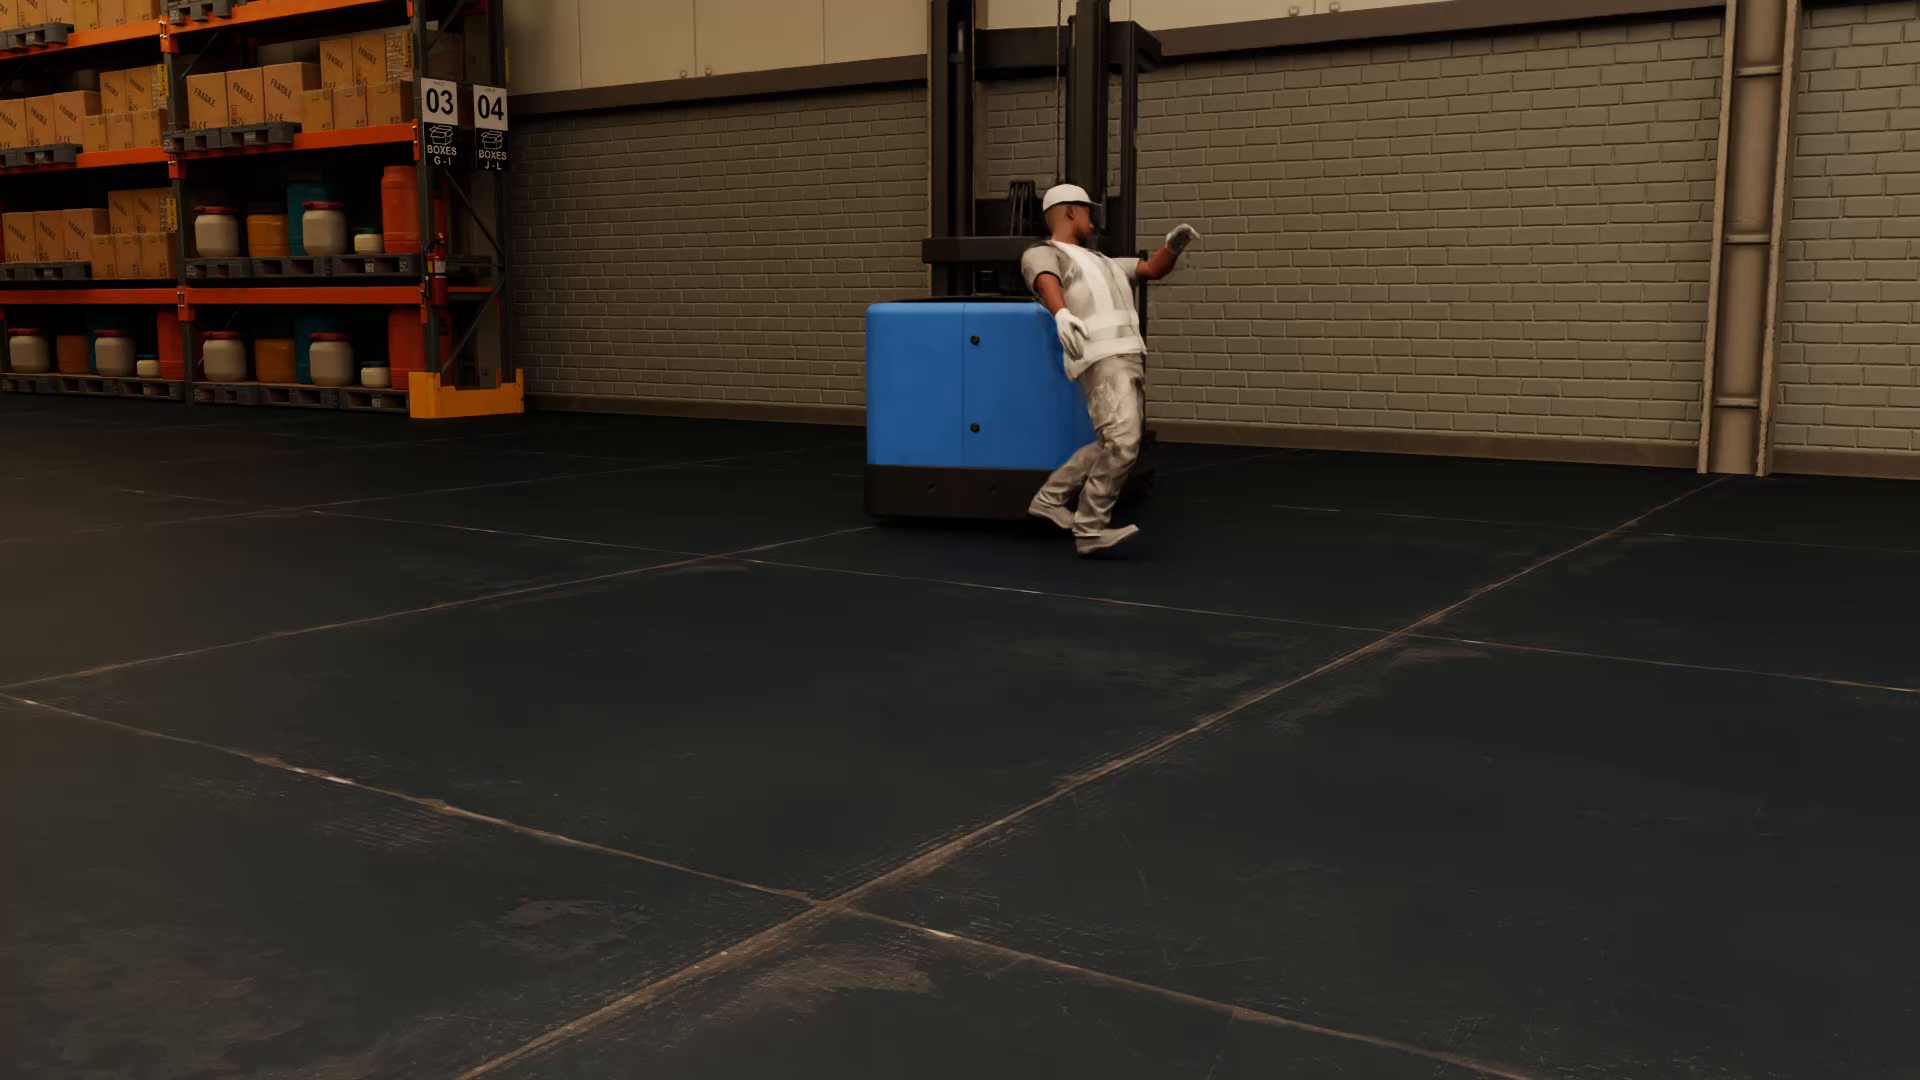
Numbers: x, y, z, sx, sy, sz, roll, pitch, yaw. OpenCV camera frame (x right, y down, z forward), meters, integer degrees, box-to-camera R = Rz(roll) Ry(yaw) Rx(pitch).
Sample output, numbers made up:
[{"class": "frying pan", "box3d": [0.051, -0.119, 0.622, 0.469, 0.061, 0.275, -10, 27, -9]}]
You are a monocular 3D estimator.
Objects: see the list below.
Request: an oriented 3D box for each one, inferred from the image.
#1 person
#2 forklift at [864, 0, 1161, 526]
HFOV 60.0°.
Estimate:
[{"class": "person", "box3d": [0.580, -0.725, 7.037, 0.839, 1.575, 0.977, 3, 9, 19]}, {"class": "forklift", "box3d": [0.463, -1.685, 9.040, 1.130, 2.935, 3.031, 3, 8, 17]}]
